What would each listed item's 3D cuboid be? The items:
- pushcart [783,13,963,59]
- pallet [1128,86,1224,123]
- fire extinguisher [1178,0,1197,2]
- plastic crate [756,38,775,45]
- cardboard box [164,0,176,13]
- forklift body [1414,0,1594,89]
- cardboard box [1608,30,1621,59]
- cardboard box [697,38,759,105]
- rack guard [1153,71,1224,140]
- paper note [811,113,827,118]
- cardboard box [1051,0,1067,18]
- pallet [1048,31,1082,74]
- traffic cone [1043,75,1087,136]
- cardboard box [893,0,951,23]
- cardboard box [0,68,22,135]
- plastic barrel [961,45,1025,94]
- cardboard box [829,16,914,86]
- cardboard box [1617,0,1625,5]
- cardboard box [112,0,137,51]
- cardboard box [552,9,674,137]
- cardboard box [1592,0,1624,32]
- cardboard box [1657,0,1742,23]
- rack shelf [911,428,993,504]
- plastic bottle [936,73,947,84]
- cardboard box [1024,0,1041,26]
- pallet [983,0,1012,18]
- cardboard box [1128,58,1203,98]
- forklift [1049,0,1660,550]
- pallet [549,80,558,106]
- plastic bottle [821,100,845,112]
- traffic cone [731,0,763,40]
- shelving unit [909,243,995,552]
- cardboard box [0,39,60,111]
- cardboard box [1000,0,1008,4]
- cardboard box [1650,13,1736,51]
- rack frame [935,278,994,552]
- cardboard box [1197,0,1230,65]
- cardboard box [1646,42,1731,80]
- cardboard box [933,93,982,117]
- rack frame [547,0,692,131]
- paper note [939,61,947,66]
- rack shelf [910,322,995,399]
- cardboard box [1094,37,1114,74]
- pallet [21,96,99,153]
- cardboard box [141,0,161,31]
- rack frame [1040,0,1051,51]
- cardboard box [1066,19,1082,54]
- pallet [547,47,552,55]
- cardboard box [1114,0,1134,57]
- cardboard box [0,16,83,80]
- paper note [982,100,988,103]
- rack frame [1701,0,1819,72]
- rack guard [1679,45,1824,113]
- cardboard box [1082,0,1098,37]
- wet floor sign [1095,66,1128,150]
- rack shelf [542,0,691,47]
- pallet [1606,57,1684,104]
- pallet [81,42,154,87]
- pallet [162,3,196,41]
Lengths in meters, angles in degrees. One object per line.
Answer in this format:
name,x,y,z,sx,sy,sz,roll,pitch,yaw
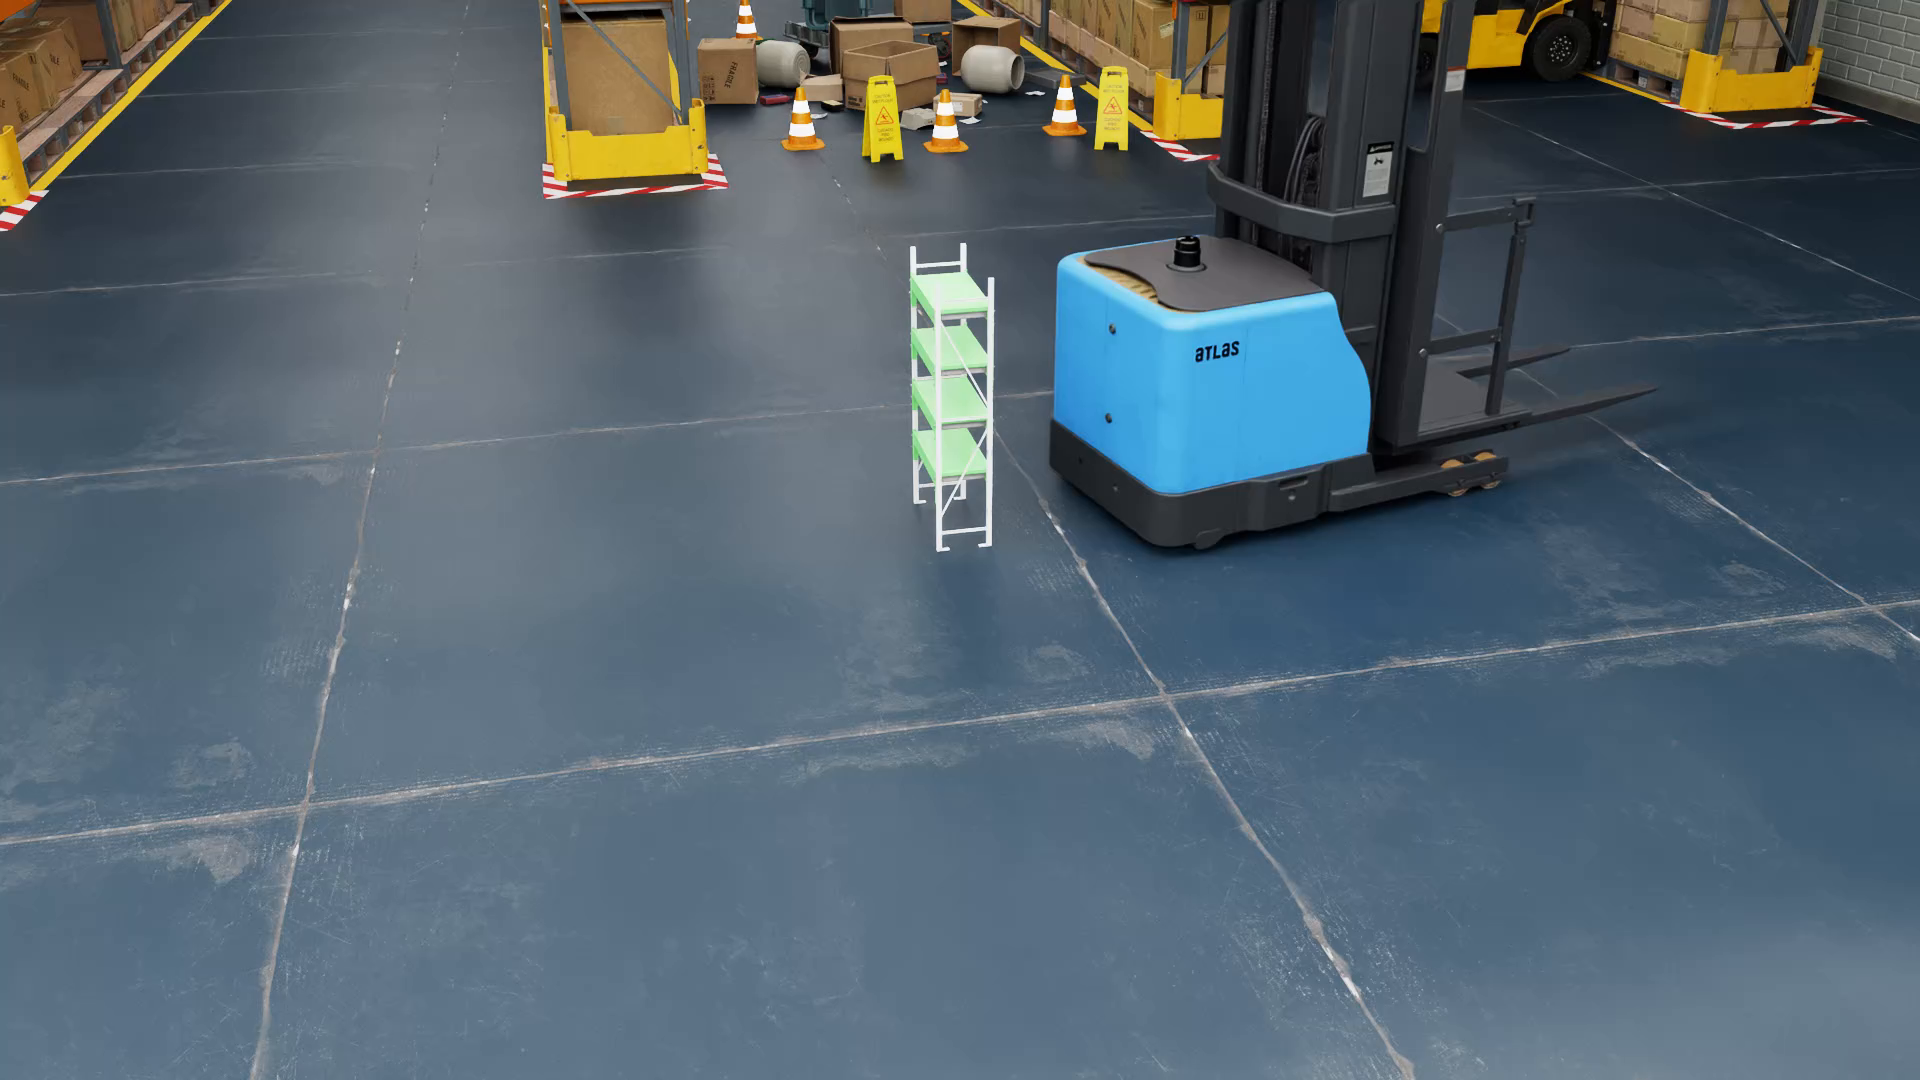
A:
pushcart,-0.868,-5.091,16.918,1.648,0.377,0.936,-16,31,-29
pallet,2.077,-3.908,14.759,1.003,0.211,1.213,-6,27,-12
fire extinguisher,1.820,-4.628,13.176,0.296,0.674,0.183,-6,27,-12
plastic crate,-2.143,-4.796,16.479,0.450,0.188,0.662,-2,25,20
cardboard box,-9.044,-6.054,18.200,0.700,0.500,0.500,-7,28,-14
forklift body,4.874,-5.533,15.826,2.313,2.155,1.214,-6,27,-12
cardboard box,6.458,-4.839,16.094,0.500,0.250,0.500,-6,27,-11
cardboard box,-2.108,-4.276,15.165,0.500,0.500,0.500,-1,27,-3
rack guard,2.226,-3.677,13.980,1.175,0.500,0.348,-6,27,-12
paper note,-1.247,-3.729,14.605,0.144,0.017,0.142,3,27,6
cardboard box,1.212,-5.524,16.618,0.500,0.500,0.500,-5,27,-9
pallet,1.528,-4.979,16.881,1.003,0.211,1.213,-6,27,-12
traffic cone,0.889,-3.685,14.037,0.336,0.463,0.334,-6,27,-12
cardboard box,-0.386,-5.544,16.838,0.500,0.500,0.500,-6,27,-12
cardboard box,-7.704,-3.359,12.885,0.500,0.500,0.500,1,27,2
plastic barrel,0.303,-4.362,15.423,0.512,0.421,0.421,13,30,24
cardboard box,-0.838,-4.629,15.713,0.797,0.637,0.503,-6,27,-12
cardboard box,6.427,-5.286,15.870,0.500,0.250,0.500,-6,27,-11
cardboard box,-8.520,-5.073,16.257,0.700,0.500,0.500,-6,27,-12
cardboard box,-2.774,-3.742,13.227,0.875,0.875,0.875,-6,27,-11
cardboard box,6.425,-5.076,16.008,0.500,0.250,0.500,-7,28,-13
cardboard box,6.671,-4.842,14.990,0.500,0.250,0.500,-5,27,-10
rack shelf,-0.037,-0.337,7.261,0.258,0.148,0.480,-6,27,-12
plastic bottle,-0.195,-4.447,15.992,0.133,0.061,0.283,-1,27,-3
cardboard box,1.221,-5.760,17.783,0.950,0.372,0.625,-6,27,-11
pallet,0.886,-6.149,19.198,1.003,0.211,1.213,-6,27,-12
cardboard box,1.794,-4.057,14.545,0.500,0.250,0.500,-6,27,-12
forklift,1.973,-1.709,7.383,3.031,2.935,1.130,-12,29,-23
pallet,-3.085,-3.845,14.634,1.003,0.211,1.213,-6,27,-12
plastic bottle,-1.156,-3.895,14.899,0.133,0.061,0.283,-16,31,-29
traffic cone,-2.289,-5.578,17.788,0.336,0.463,0.334,-6,27,-12
shelving unit,-0.037,-0.608,7.124,0.258,1.200,0.503,-6,27,-12
cardboard box,-7.909,-3.886,13.928,0.500,0.500,0.500,-8,28,-16
cardboard box,0.897,-6.380,19.012,0.950,0.372,0.625,-5,27,-10
cardboard box,6.664,-4.630,15.125,0.500,0.250,0.500,-6,27,-12
rack frame,0.018,-0.501,6.911,0.240,1.200,0.015,-6,27,-12
cardboard box,2.325,-4.447,14.484,0.500,0.500,0.500,-7,28,-13
cardboard box,6.665,-4.399,15.222,0.500,0.250,0.500,-6,27,-11
cardboard box,-0.020,-3.857,14.726,0.380,0.149,0.250,8,28,15
rack frame,-2.557,-4.212,12.267,1.000,3.000,0.127,-6,27,-12
paper note,-0.201,-4.784,16.694,0.148,0.019,0.142,-6,27,-12
rack shelf,-0.037,-0.766,7.044,0.258,0.148,0.480,-6,27,-12
cardboard box,1.567,-4.504,15.431,0.500,0.250,0.500,-7,28,-13
pallet,-7.849,-3.436,13.824,1.003,0.211,1.213,-6,27,-12
cardboard box,-8.772,-5.563,17.229,0.700,0.500,0.500,-4,27,-7
rack frame,1.342,-6.515,16.830,1.000,3.000,0.127,-6,27,-12
cardboard box,1.343,-4.956,16.325,0.500,0.250,0.500,-4,27,-9
pallet,-3.705,-5.055,17.030,1.003,0.211,1.213,-6,27,-12
cardboard box,1.688,-4.608,14.804,0.500,0.500,0.500,-5,27,-10
cardboard box,-8.262,-4.401,14.949,0.500,0.500,0.500,-7,28,-13
paper note,0.223,-4.001,15.165,0.032,0.001,0.123,-6,27,-12
rack frame,7.078,-5.265,14.352,1.000,3.000,0.127,-6,27,-12
rack guard,7.084,-4.139,14.895,1.175,0.500,0.348,-6,27,-12
cardboard box,1.459,-5.062,15.704,0.500,0.500,0.500,-5,27,-9
wet floor sign,1.244,-3.516,13.501,0.267,0.644,0.232,3,27,6
rack shelf,-3.007,-4.769,14.168,1.077,0.370,4.000,-6,27,-12
pallet,6.865,-4.352,15.637,1.003,0.211,1.213,-6,27,-12
pallet,-8.490,-4.606,16.141,1.003,0.211,1.213,-6,27,-12
pallet,-9.040,-5.677,18.263,1.003,0.211,1.213,-6,27,-12
